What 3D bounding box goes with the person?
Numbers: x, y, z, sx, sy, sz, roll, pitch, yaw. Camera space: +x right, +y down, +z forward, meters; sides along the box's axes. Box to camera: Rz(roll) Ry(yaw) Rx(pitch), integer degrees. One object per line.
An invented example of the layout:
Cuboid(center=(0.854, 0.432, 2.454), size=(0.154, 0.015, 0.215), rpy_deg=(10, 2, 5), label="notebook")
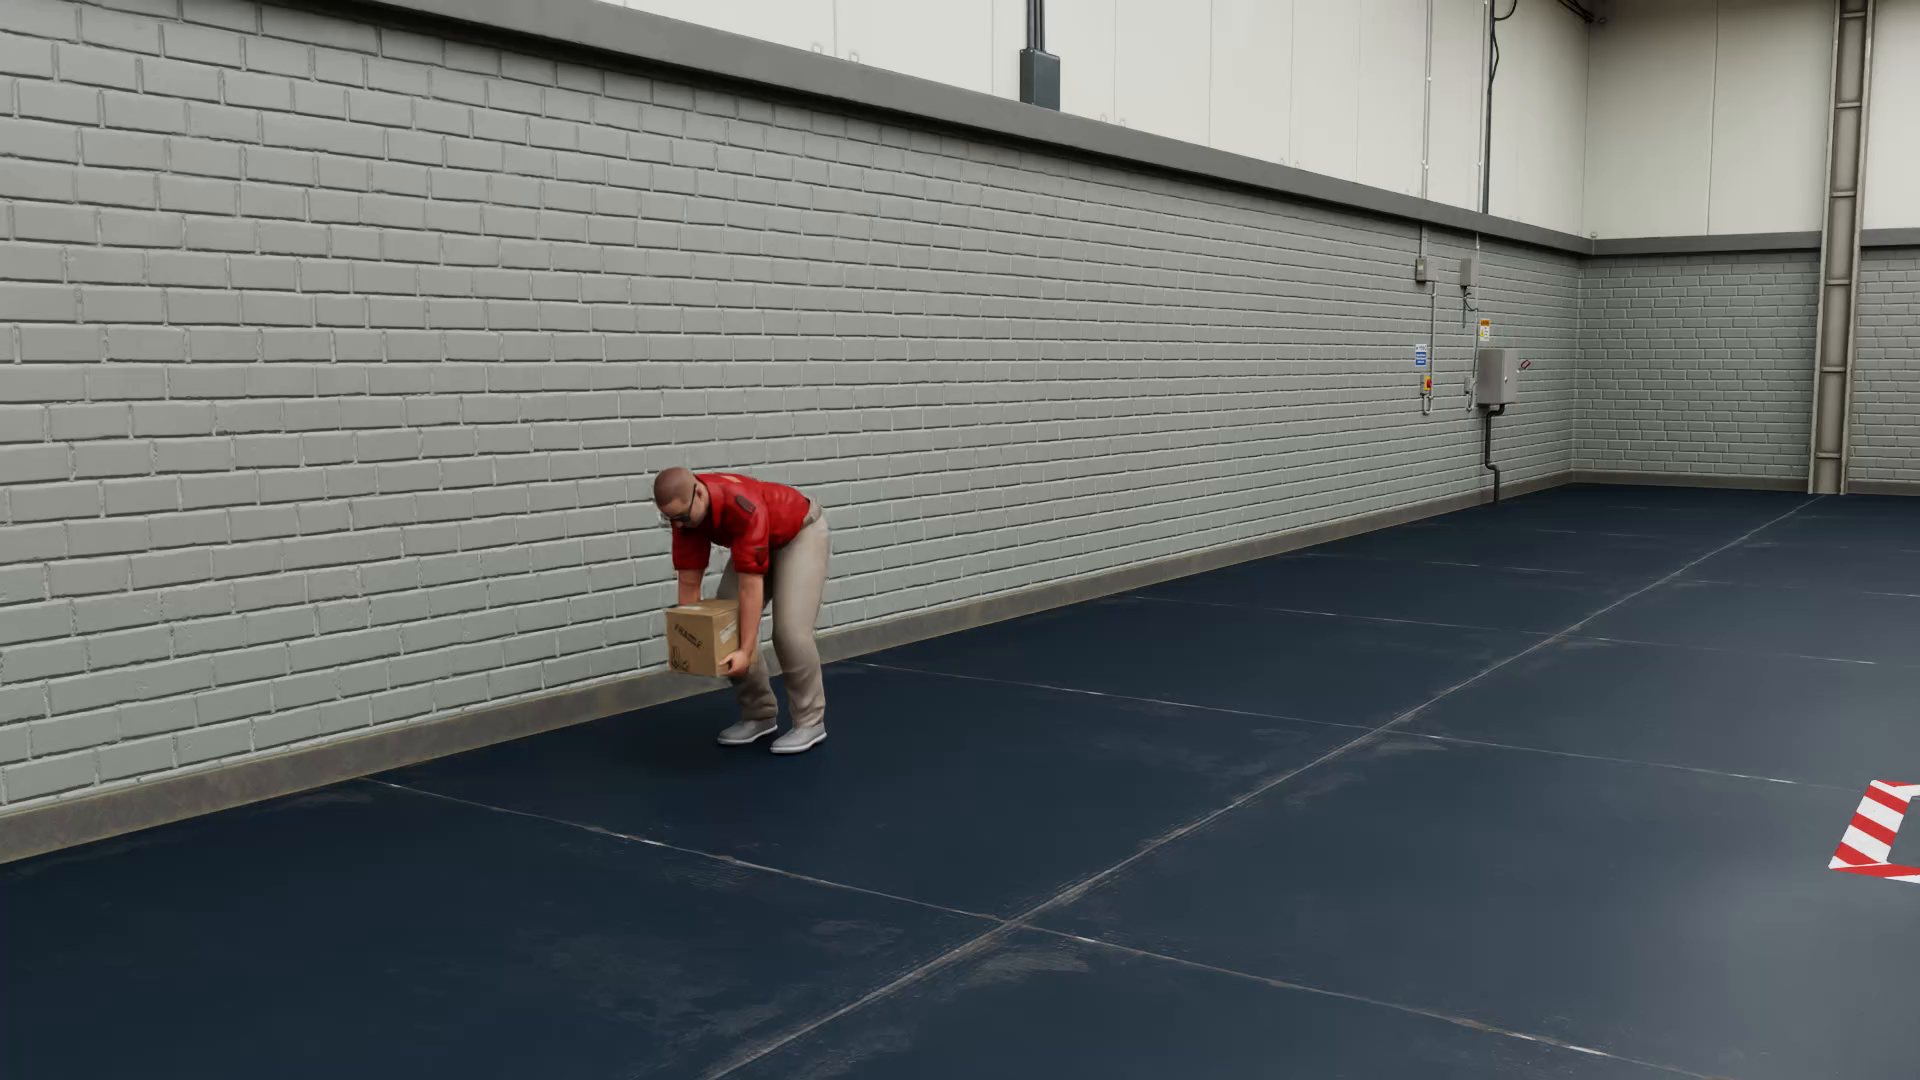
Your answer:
Cuboid(center=(-0.900, 0.282, 6.736), size=(0.487, 1.198, 0.940), rpy_deg=(4, 7, 32), label="person")
